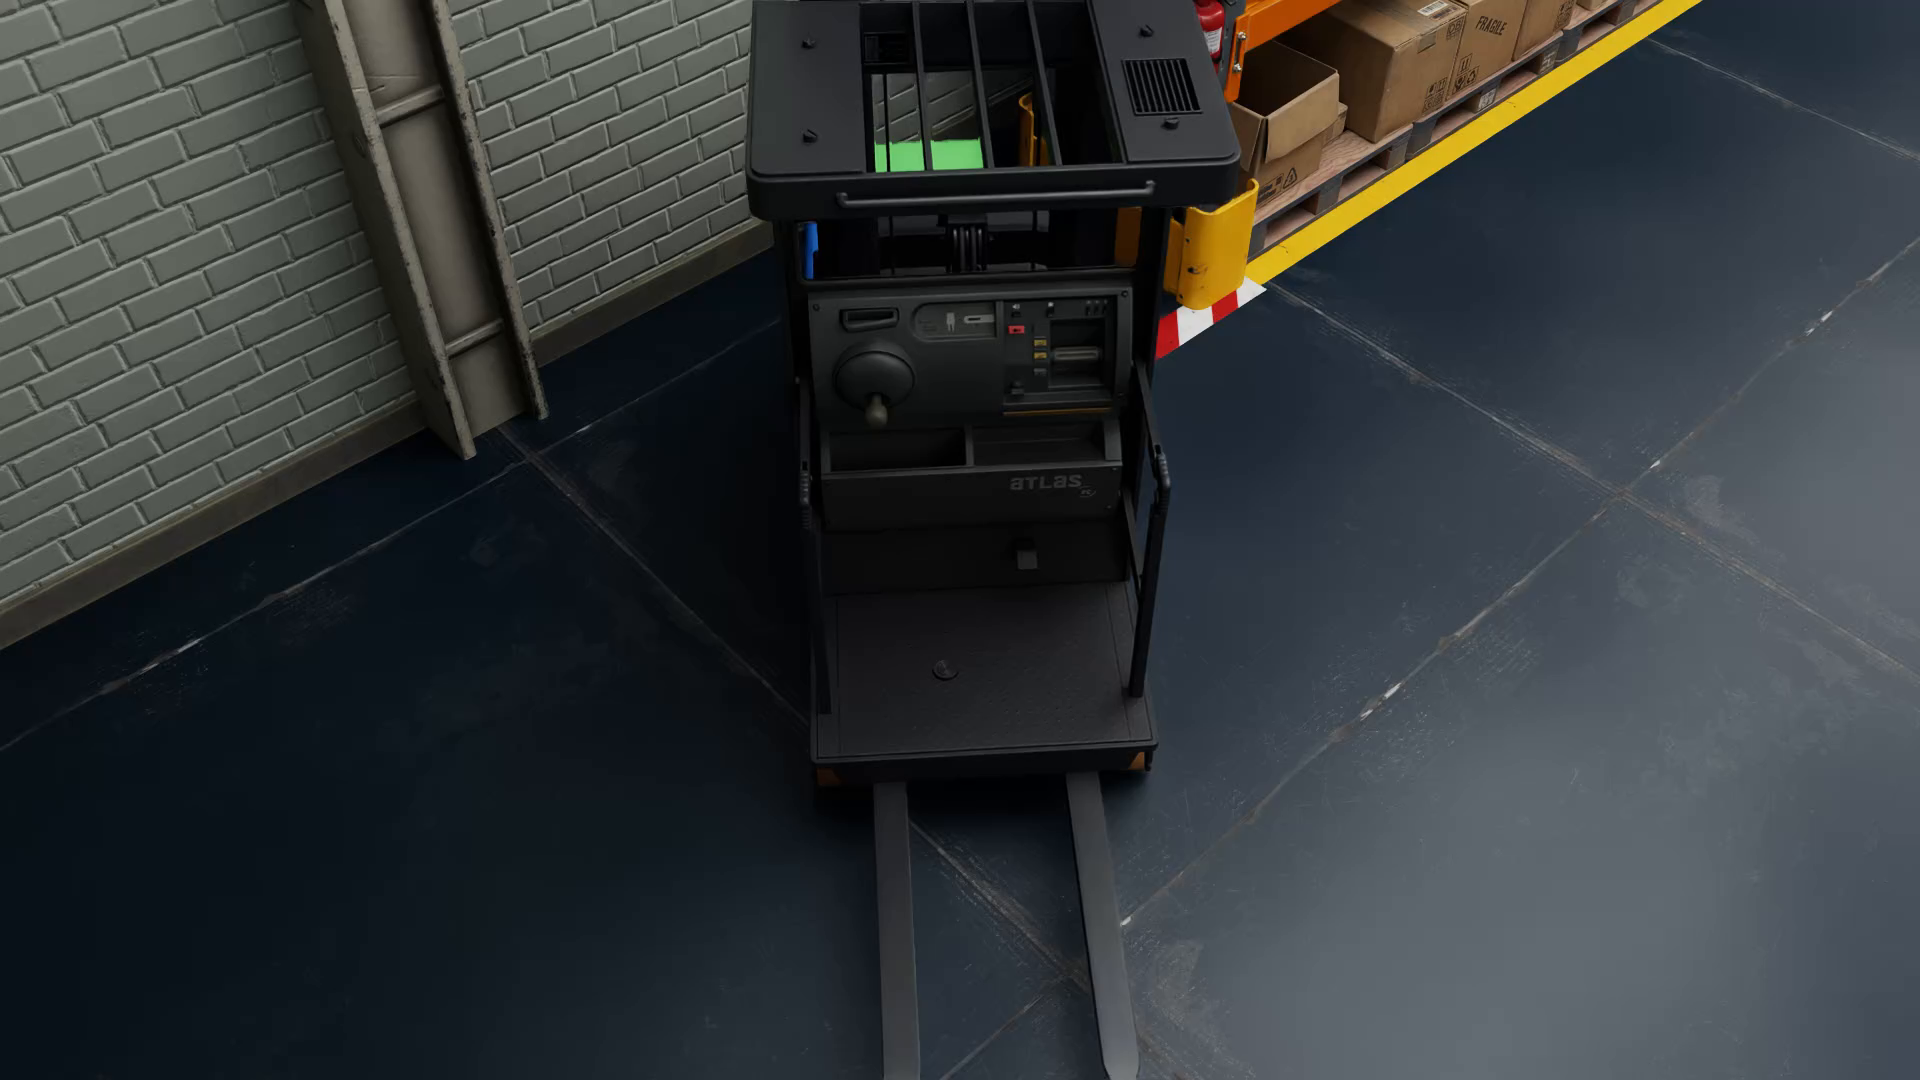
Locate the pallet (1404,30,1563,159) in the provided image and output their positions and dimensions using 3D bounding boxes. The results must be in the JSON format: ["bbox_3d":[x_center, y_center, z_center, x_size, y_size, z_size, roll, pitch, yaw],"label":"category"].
[{"bbox_3d":[2.245,-2.439,8.357,1.213,0.211,1.003,-34,56,-27],"label":"pallet"}]

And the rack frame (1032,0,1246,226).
[{"bbox_3d":[0.697,-2.353,6.380,0.127,3.000,1.000,-34,56,-27],"label":"rack frame"}]

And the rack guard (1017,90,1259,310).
[{"bbox_3d":[0.753,-1.543,7.333,0.348,0.500,1.175,-34,56,-27],"label":"rack guard"}]

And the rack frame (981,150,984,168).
[{"bbox_3d":[0.095,-1.077,6.427,0.015,1.200,0.240,-3,47,-3],"label":"rack frame"}]

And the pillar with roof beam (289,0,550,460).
[{"bbox_3d":[0.992,-1.203,1.237,0.400,9.000,9.100,-34,56,-27],"label":"pillar with roof beam"}]

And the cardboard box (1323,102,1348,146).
[{"bbox_3d":[1.554,-1.968,7.679,0.250,0.149,0.380,-36,57,-28],"label":"cardboard box"}]

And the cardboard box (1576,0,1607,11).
[{"bbox_3d":[3.178,-2.934,8.491,0.258,0.266,0.396,-32,55,-26],"label":"cardboard box"}]

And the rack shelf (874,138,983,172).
[{"bbox_3d":[-0.148,-1.345,6.109,0.480,0.148,0.258,-3,47,-3],"label":"rack shelf"}]

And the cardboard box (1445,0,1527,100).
[{"bbox_3d":[2.330,-2.507,7.937,0.500,0.500,0.500,-33,55,-27],"label":"cardboard box"}]

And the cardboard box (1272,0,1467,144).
[{"bbox_3d":[1.872,-2.300,7.746,0.500,0.500,0.700,-32,55,-26],"label":"cardboard box"}]

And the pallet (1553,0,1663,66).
[{"bbox_3d":[3.148,-3.046,8.917,1.213,0.211,1.003,-34,56,-27],"label":"pallet"}]

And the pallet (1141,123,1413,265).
[{"bbox_3d":[1.342,-1.839,7.804,1.213,0.211,1.003,-34,56,-27],"label":"pallet"}]

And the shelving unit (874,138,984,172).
[{"bbox_3d":[-0.148,-1.063,6.415,0.503,1.200,0.258,-3,47,-3],"label":"shelving unit"}]

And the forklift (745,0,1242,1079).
[{"bbox_3d":[0.050,-0.438,4.660,1.130,2.935,3.031,-3,47,-3],"label":"forklift"}]

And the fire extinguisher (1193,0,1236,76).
[{"bbox_3d":[0.899,-1.876,6.246,0.183,0.674,0.296,-34,56,-27],"label":"fire extinguisher"}]

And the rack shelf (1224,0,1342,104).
[{"bbox_3d":[2.177,-3.098,7.557,4.000,0.370,1.077,-34,56,-27],"label":"rack shelf"}]

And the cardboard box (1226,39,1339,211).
[{"bbox_3d":[1.213,-1.899,7.374,0.637,0.503,0.797,-36,57,-28],"label":"cardboard box"}]

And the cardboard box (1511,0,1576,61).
[{"bbox_3d":[2.640,-2.813,8.220,0.500,0.500,0.700,-36,57,-28],"label":"cardboard box"}]
